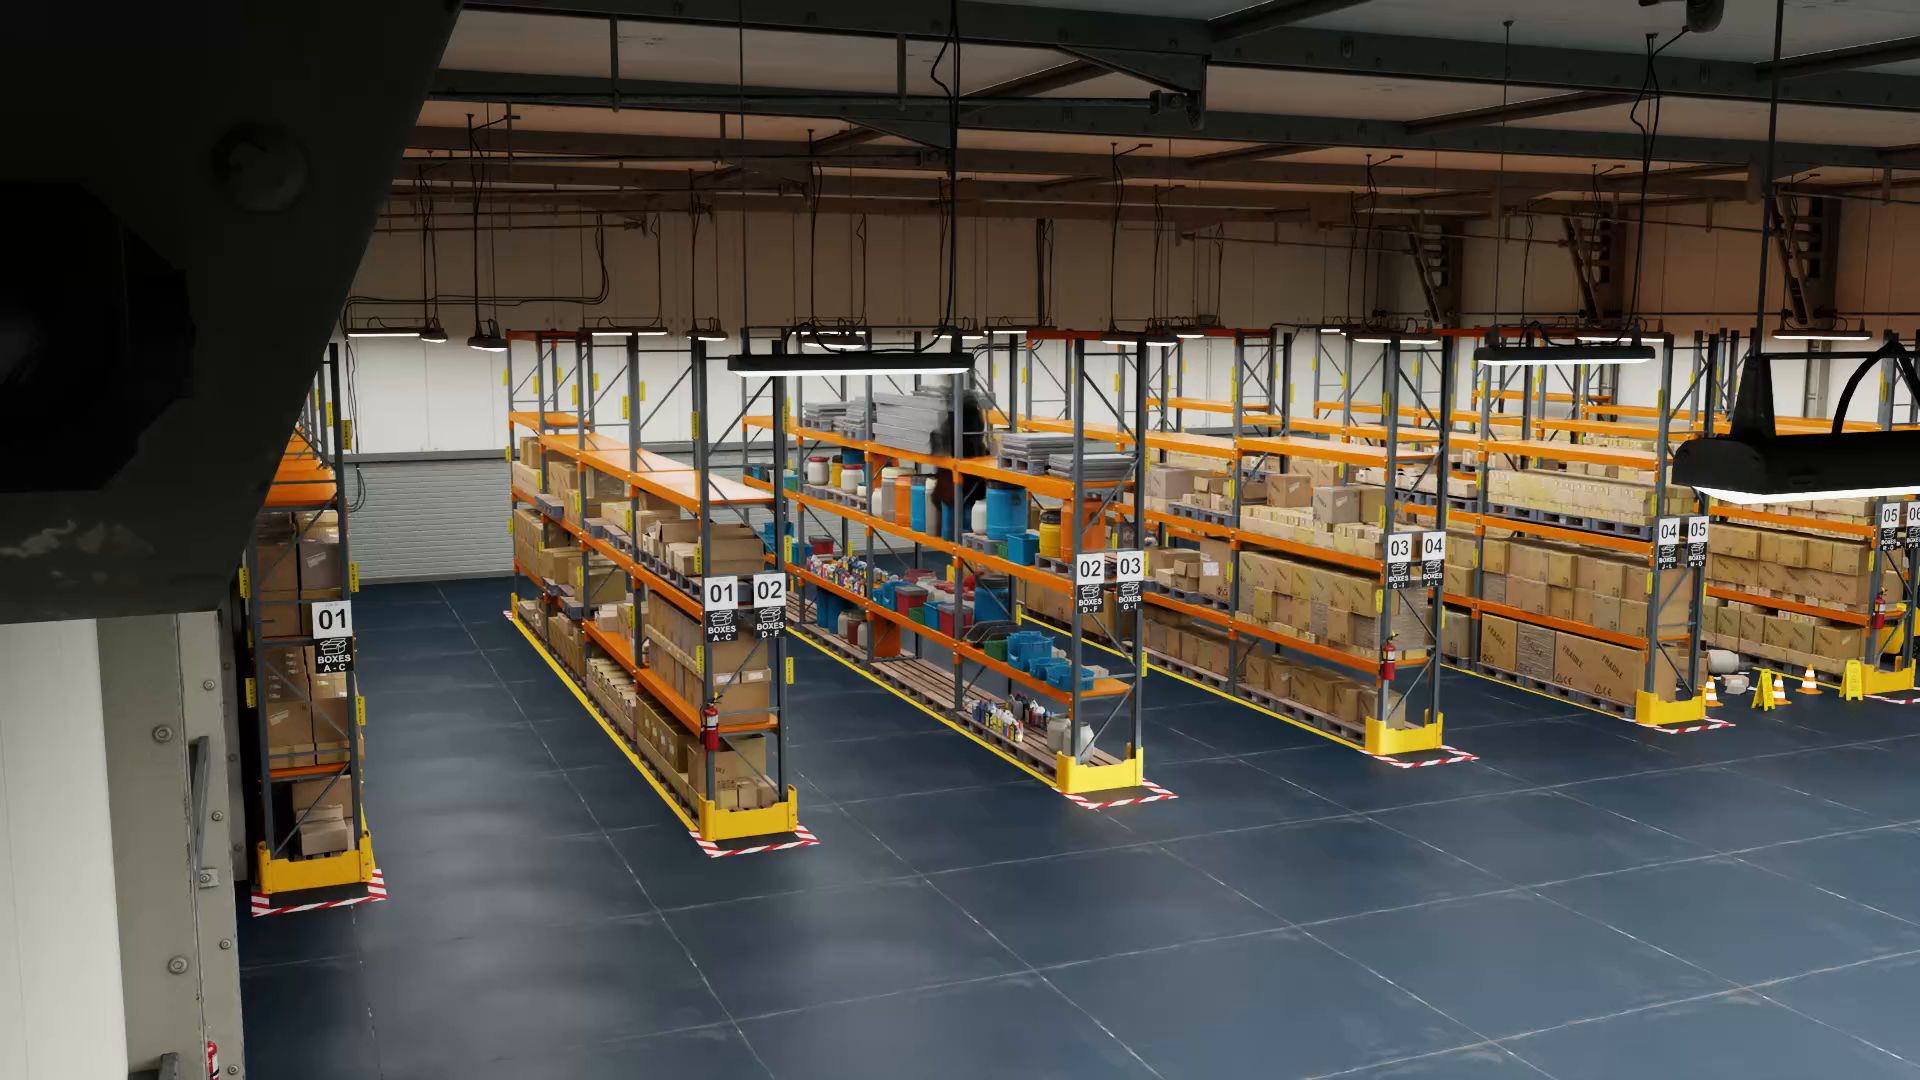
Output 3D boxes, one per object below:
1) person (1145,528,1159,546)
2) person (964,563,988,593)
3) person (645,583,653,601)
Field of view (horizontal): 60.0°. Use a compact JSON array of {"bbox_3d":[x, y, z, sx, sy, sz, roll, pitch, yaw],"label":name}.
[{"bbox_3d":[4.332,0.491,37.268,0.500,1.588,0.996,-2,8,-17],"label":"person"},{"bbox_3d":[0.333,1.259,31.238,0.640,1.769,0.803,-4,9,-30],"label":"person"},{"bbox_3d":[-6.501,0.812,34.287,0.689,1.749,0.556,-5,9,-32],"label":"person"}]
